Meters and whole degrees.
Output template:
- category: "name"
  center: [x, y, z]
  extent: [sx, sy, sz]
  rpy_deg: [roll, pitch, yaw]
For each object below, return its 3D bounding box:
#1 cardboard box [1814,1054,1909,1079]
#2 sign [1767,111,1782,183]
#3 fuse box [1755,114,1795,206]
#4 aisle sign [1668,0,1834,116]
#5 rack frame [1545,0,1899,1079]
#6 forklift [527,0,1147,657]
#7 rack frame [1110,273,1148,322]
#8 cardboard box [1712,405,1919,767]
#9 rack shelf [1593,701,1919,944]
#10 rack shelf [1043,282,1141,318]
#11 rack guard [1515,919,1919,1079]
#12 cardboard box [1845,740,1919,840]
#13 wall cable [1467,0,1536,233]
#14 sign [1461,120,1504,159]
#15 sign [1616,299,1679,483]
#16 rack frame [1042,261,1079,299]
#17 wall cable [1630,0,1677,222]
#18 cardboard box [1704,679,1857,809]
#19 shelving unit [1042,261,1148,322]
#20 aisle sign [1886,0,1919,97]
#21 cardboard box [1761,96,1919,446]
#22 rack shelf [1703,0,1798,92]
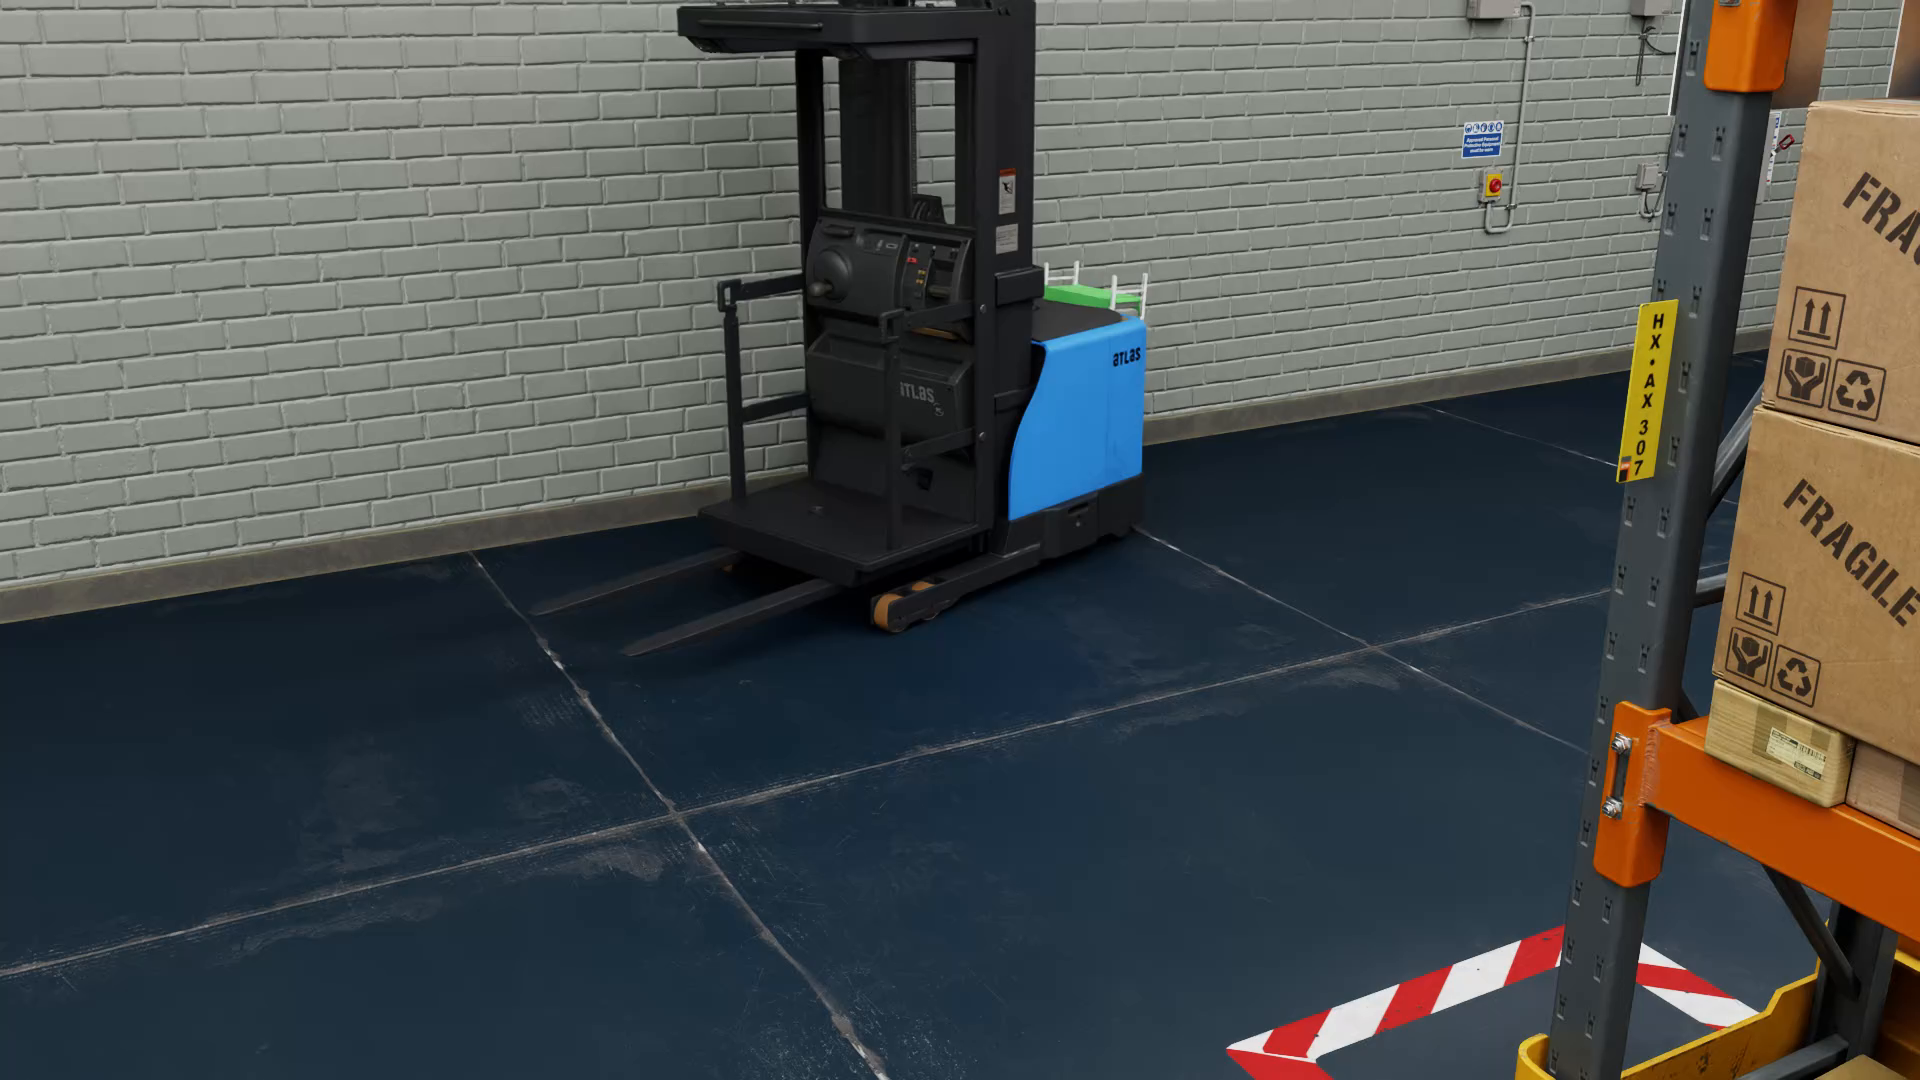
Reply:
- category: "cardboard box"
  center: [1.657, 1.132, 3.067]
  extent: [0.380, 0.149, 0.250]
  rpy_deg: [-11, 22, -29]
- category: "sign"
  center: [5.572, -2.724, 11.574]
  extent: [0.329, 0.494, 0.001]
  rpy_deg: [-10, 21, -27]
- category: "fuse box"
  center: [5.235, -2.024, 11.374]
  extent: [0.539, 1.711, 0.414]
  rpy_deg: [-10, 21, -27]
- category: "aisle sign"
  center: [1.409, -1.142, 2.858]
  extent: [0.394, 0.787, 0.004]
  rpy_deg: [-10, 21, -27]
- category: "rack frame"
  center: [1.704, 0.062, 3.354]
  extent: [0.949, 2.616, 0.053]
  rpy_deg: [-10, 21, -27]
- category: "forklift"
  center: [-0.460, -1.180, 7.057]
  extent: [1.130, 2.935, 3.031]
  rpy_deg: [17, 25, 40]
- category: "rack frame"
  center: [0.812, -0.742, 8.416]
  extent: [0.240, 1.200, 0.015]
  rpy_deg: [-11, 22, -40]
- category: "cardboard box"
  center: [1.677, 0.045, 2.794]
  extent: [0.500, 0.500, 0.500]
  rpy_deg: [-9, 21, -24]
- category: "rack shelf"
  center: [2.657, 0.975, 1.809]
  extent: [1.077, 0.370, 4.000]
  rpy_deg: [-10, 21, -27]
- category: "rack shelf"
  center: [0.675, -1.201, 8.473]
  extent: [0.258, 0.148, 0.480]
  rpy_deg: [-11, 22, -40]
- category: "rack guard"
  center: [1.743, 1.264, 3.700]
  extent: [1.175, 0.500, 0.348]
  rpy_deg: [-10, 21, -27]
- category: "cardboard box"
  center: [1.730, 0.390, 2.787]
  extent: [0.380, 0.149, 0.250]
  rpy_deg: [-9, 21, -25]
- category: "wall cable"
  center: [3.318, -2.845, 10.172]
  extent: [0.585, 1.953, 0.123]
  rpy_deg: [-10, 21, -27]
- category: "sign"
  center: [3.246, -2.488, 10.328]
  extent: [0.327, 0.218, 0.001]
  rpy_deg: [-10, 21, -27]
- category: "sign"
  center: [1.230, -0.264, 2.971]
  extent: [0.100, 0.325, 0.005]
  rpy_deg: [-10, 21, -27]
- category: "rack frame"
  center: [0.494, -0.863, 8.765]
  extent: [0.240, 1.200, 0.015]
  rpy_deg: [-11, 22, -40]
- category: "wall cable"
  center: [4.560, -3.053, 10.823]
  extent: [0.588, 1.984, 0.122]
  rpy_deg: [-10, 21, -27]
- category: "cardboard box"
  center: [1.573, 0.324, 2.980]
  extent: [0.380, 0.149, 0.250]
  rpy_deg: [-10, 21, -27]
- category: "shelving unit"
  center: [0.653, -0.802, 8.591]
  extent: [0.258, 1.200, 0.503]
  rpy_deg: [-11, 22, -40]
- category: "aisle sign"
  center: [1.937, -1.235, 3.127]
  extent: [0.394, 0.787, 0.004]
  rpy_deg: [-10, 21, -27]
- category: "cardboard box"
  center: [1.687, -0.430, 2.635]
  extent: [0.500, 0.500, 0.500]
  rpy_deg: [-10, 21, -27]
- category: "rack shelf"
  center: [2.657, -0.443, 1.320]
  extent: [1.077, 0.370, 4.000]
  rpy_deg: [-10, 21, -27]
